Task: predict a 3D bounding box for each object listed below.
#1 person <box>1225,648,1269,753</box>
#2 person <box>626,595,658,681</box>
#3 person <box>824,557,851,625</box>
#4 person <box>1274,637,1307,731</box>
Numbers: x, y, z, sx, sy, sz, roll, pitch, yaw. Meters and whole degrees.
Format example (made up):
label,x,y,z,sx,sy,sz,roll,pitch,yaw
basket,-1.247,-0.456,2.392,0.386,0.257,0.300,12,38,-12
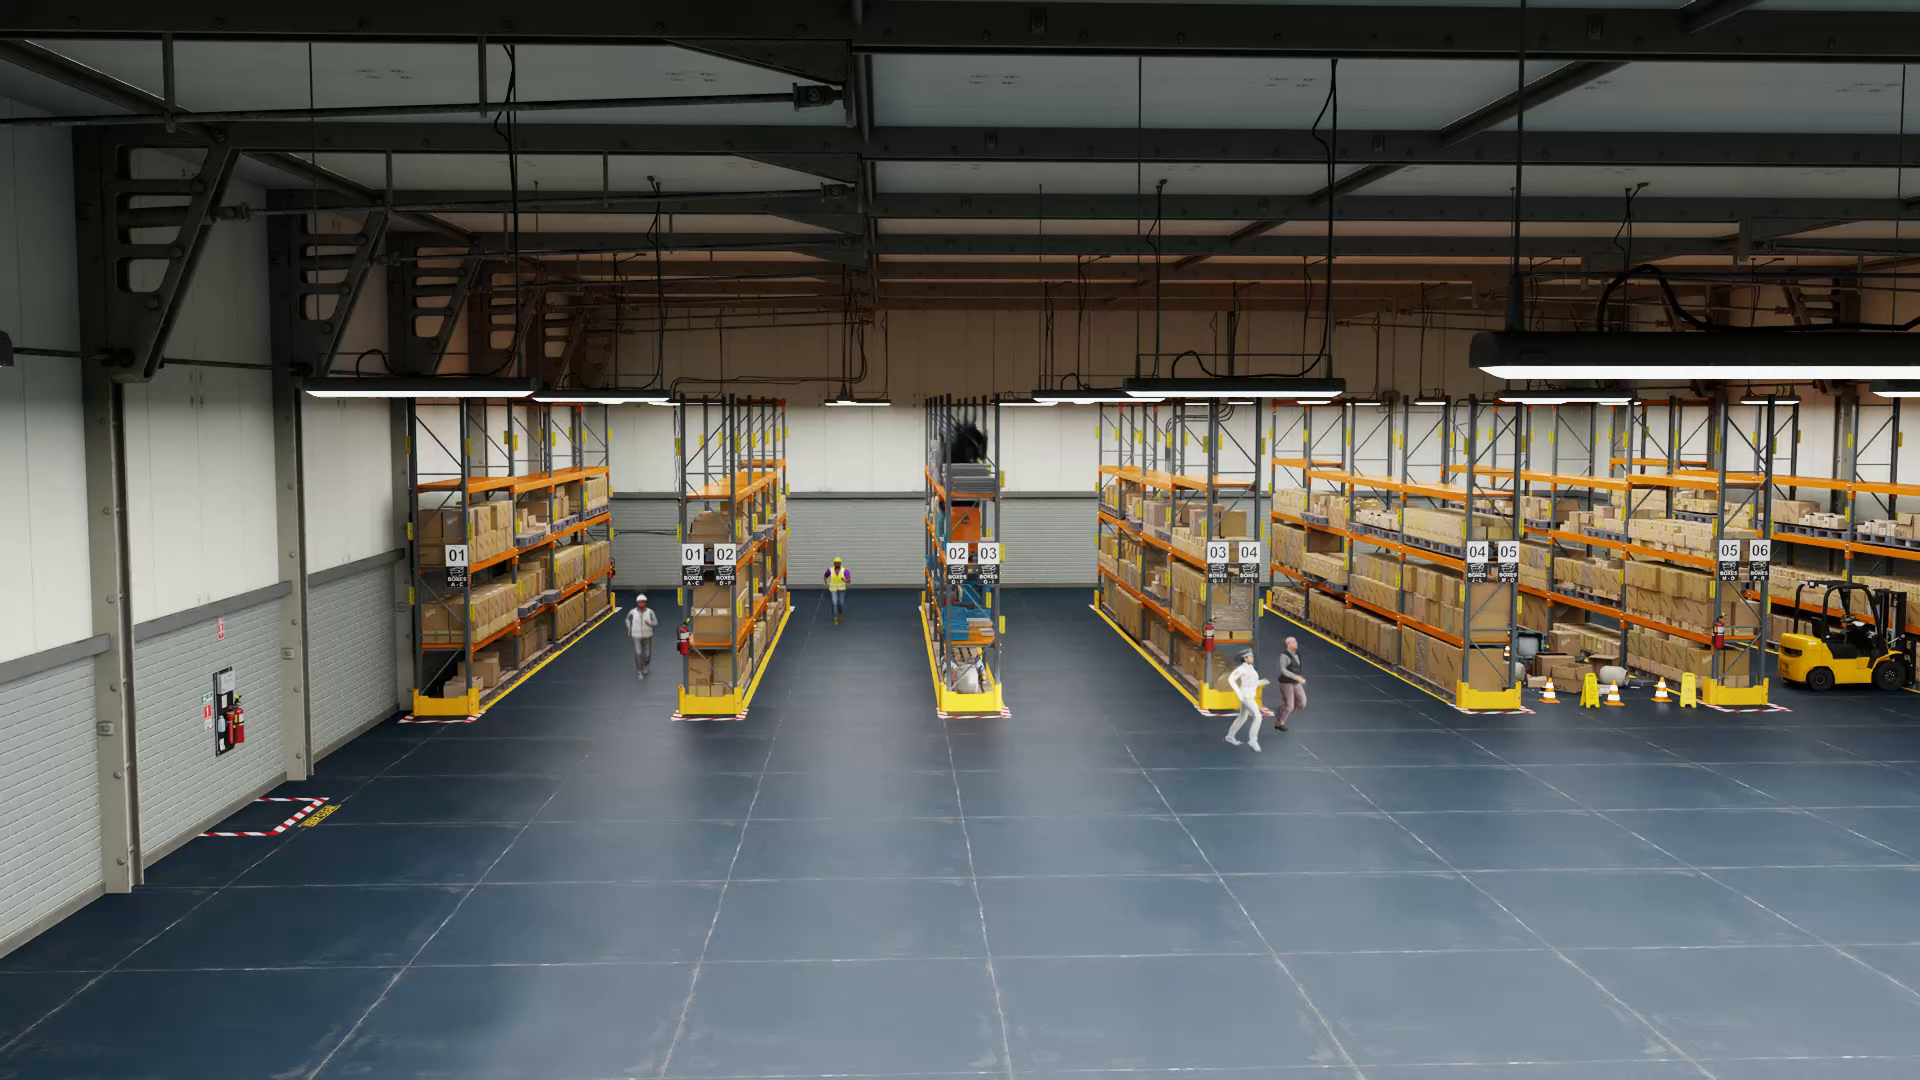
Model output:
label,x,y,z,sx,sy,sz,roll,pitch,yaw
person,4.803,2.678,27.881,0.747,1.753,0.578,2,5,22
person,-6.724,2.037,35.174,0.656,1.758,0.969,-1,5,-14
person,-3.239,1.337,44.014,0.699,1.751,0.972,-1,5,-9
person,5.911,2.555,29.555,0.631,1.682,0.684,4,6,43
